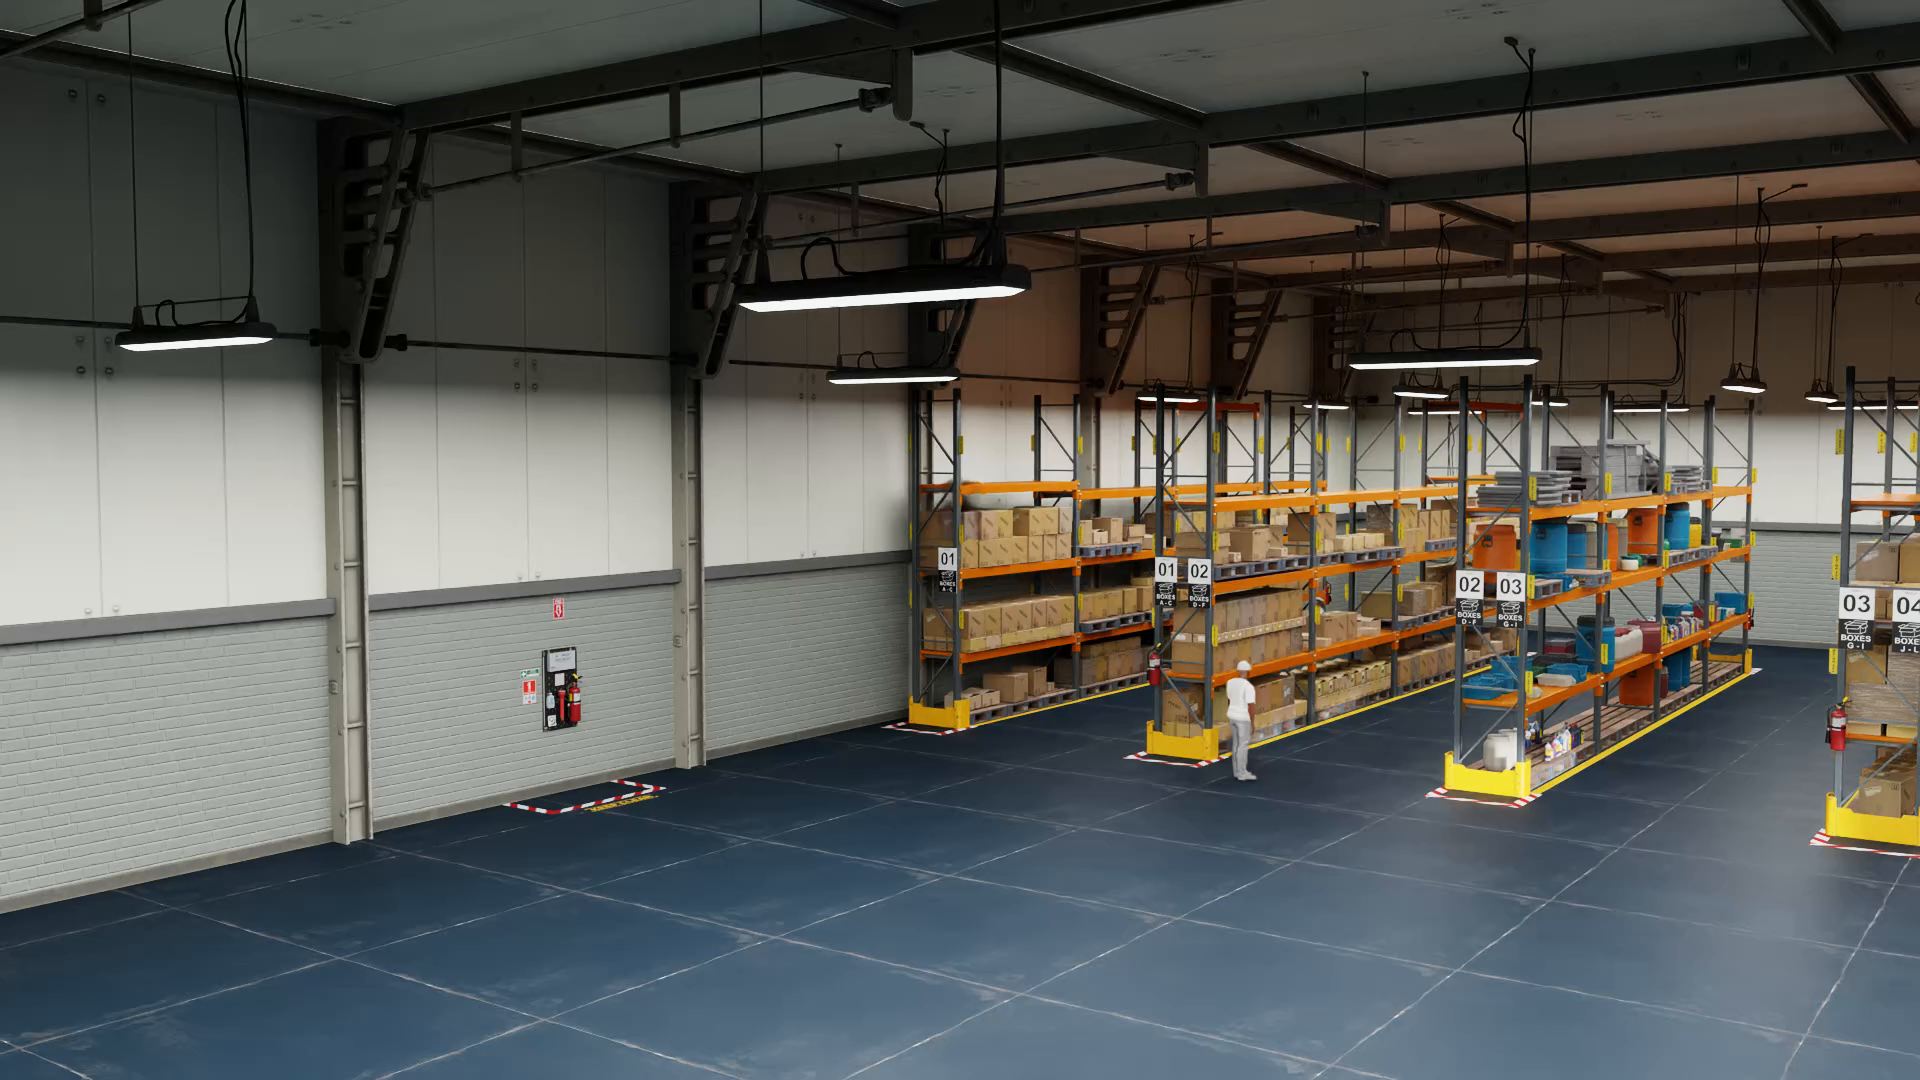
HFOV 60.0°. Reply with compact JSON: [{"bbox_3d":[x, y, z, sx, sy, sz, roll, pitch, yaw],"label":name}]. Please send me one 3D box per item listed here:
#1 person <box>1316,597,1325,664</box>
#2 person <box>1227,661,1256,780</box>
[{"bbox_3d":[7.617,2.091,35.497,0.415,1.767,0.619,1,3,17],"label":"person"},{"bbox_3d":[4.248,2.689,24.874,0.425,1.776,0.574,-2,4,-27],"label":"person"}]
